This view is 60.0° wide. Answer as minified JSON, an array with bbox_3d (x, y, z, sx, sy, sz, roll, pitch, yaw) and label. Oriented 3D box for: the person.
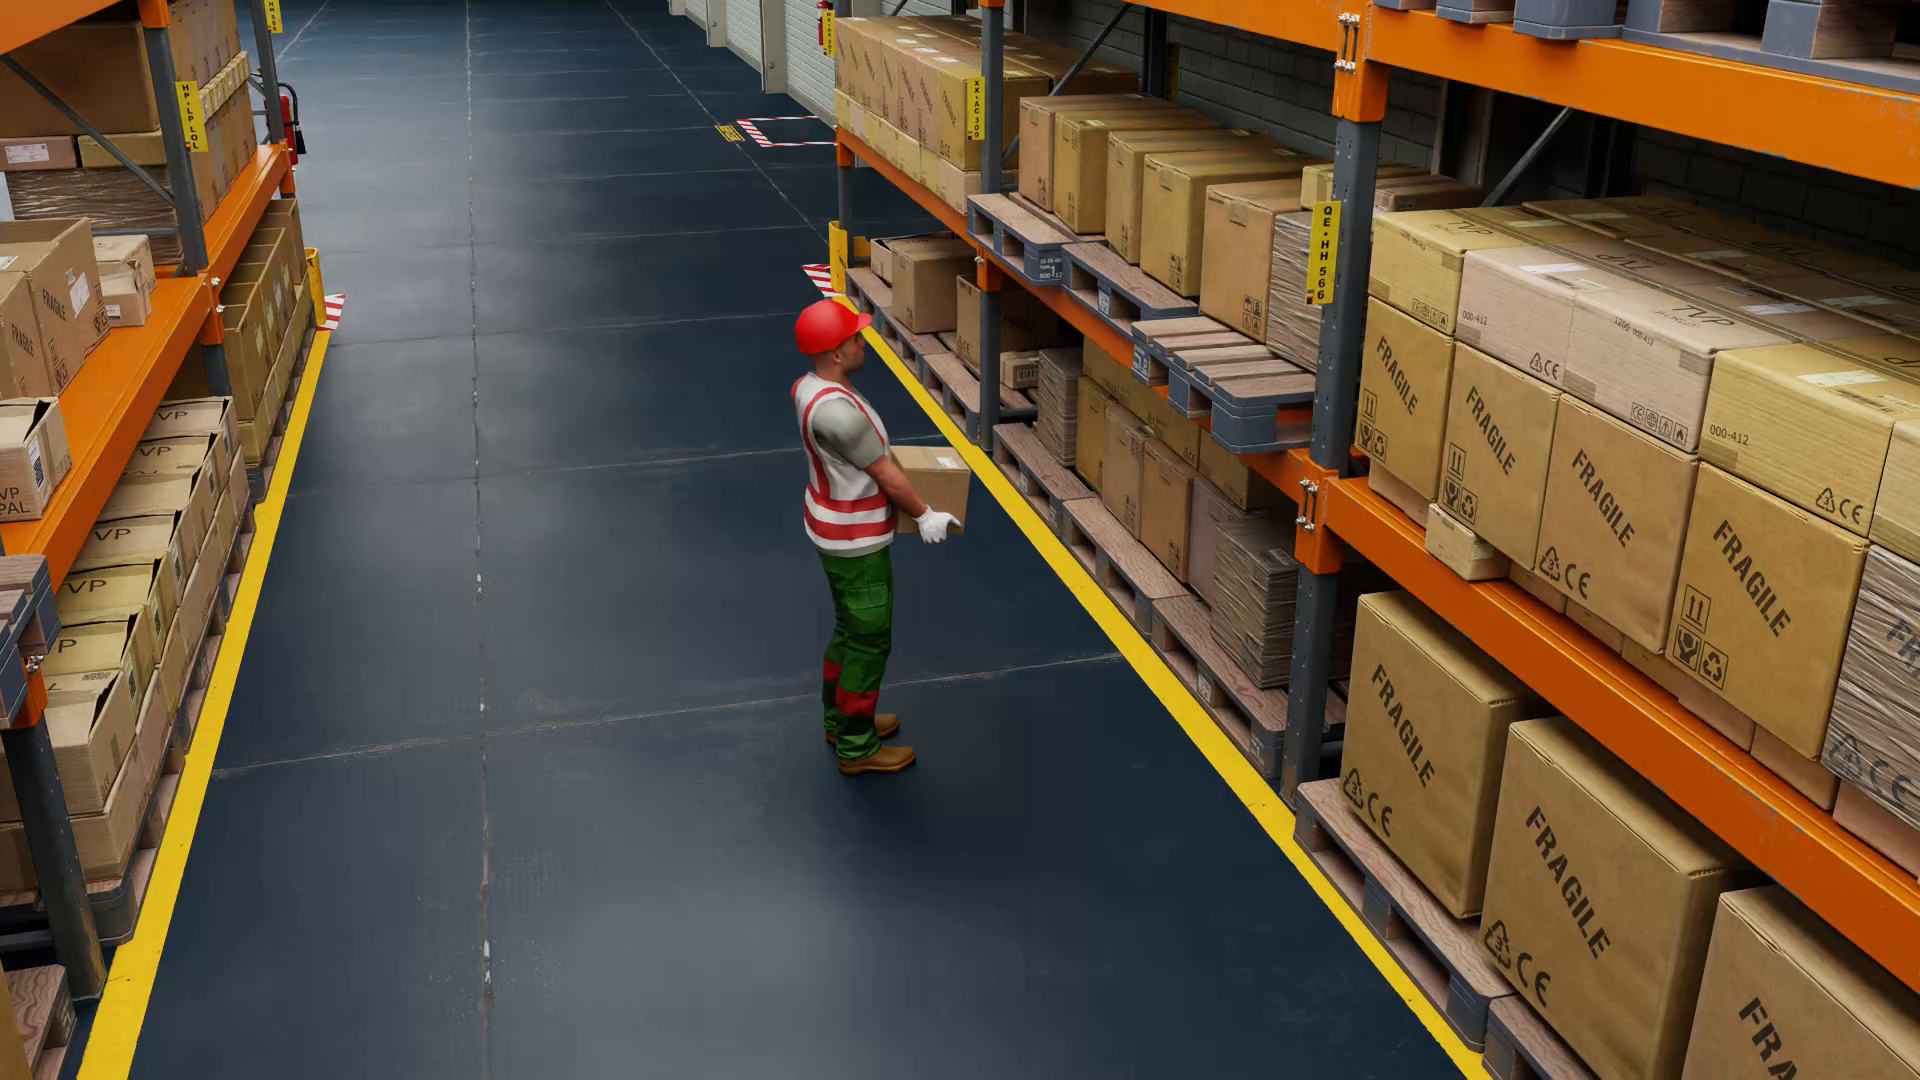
[{"bbox_3d":[-0.301,-0.018,6.115,0.560,1.782,0.494,-6,23,-13],"label":"person"}]
